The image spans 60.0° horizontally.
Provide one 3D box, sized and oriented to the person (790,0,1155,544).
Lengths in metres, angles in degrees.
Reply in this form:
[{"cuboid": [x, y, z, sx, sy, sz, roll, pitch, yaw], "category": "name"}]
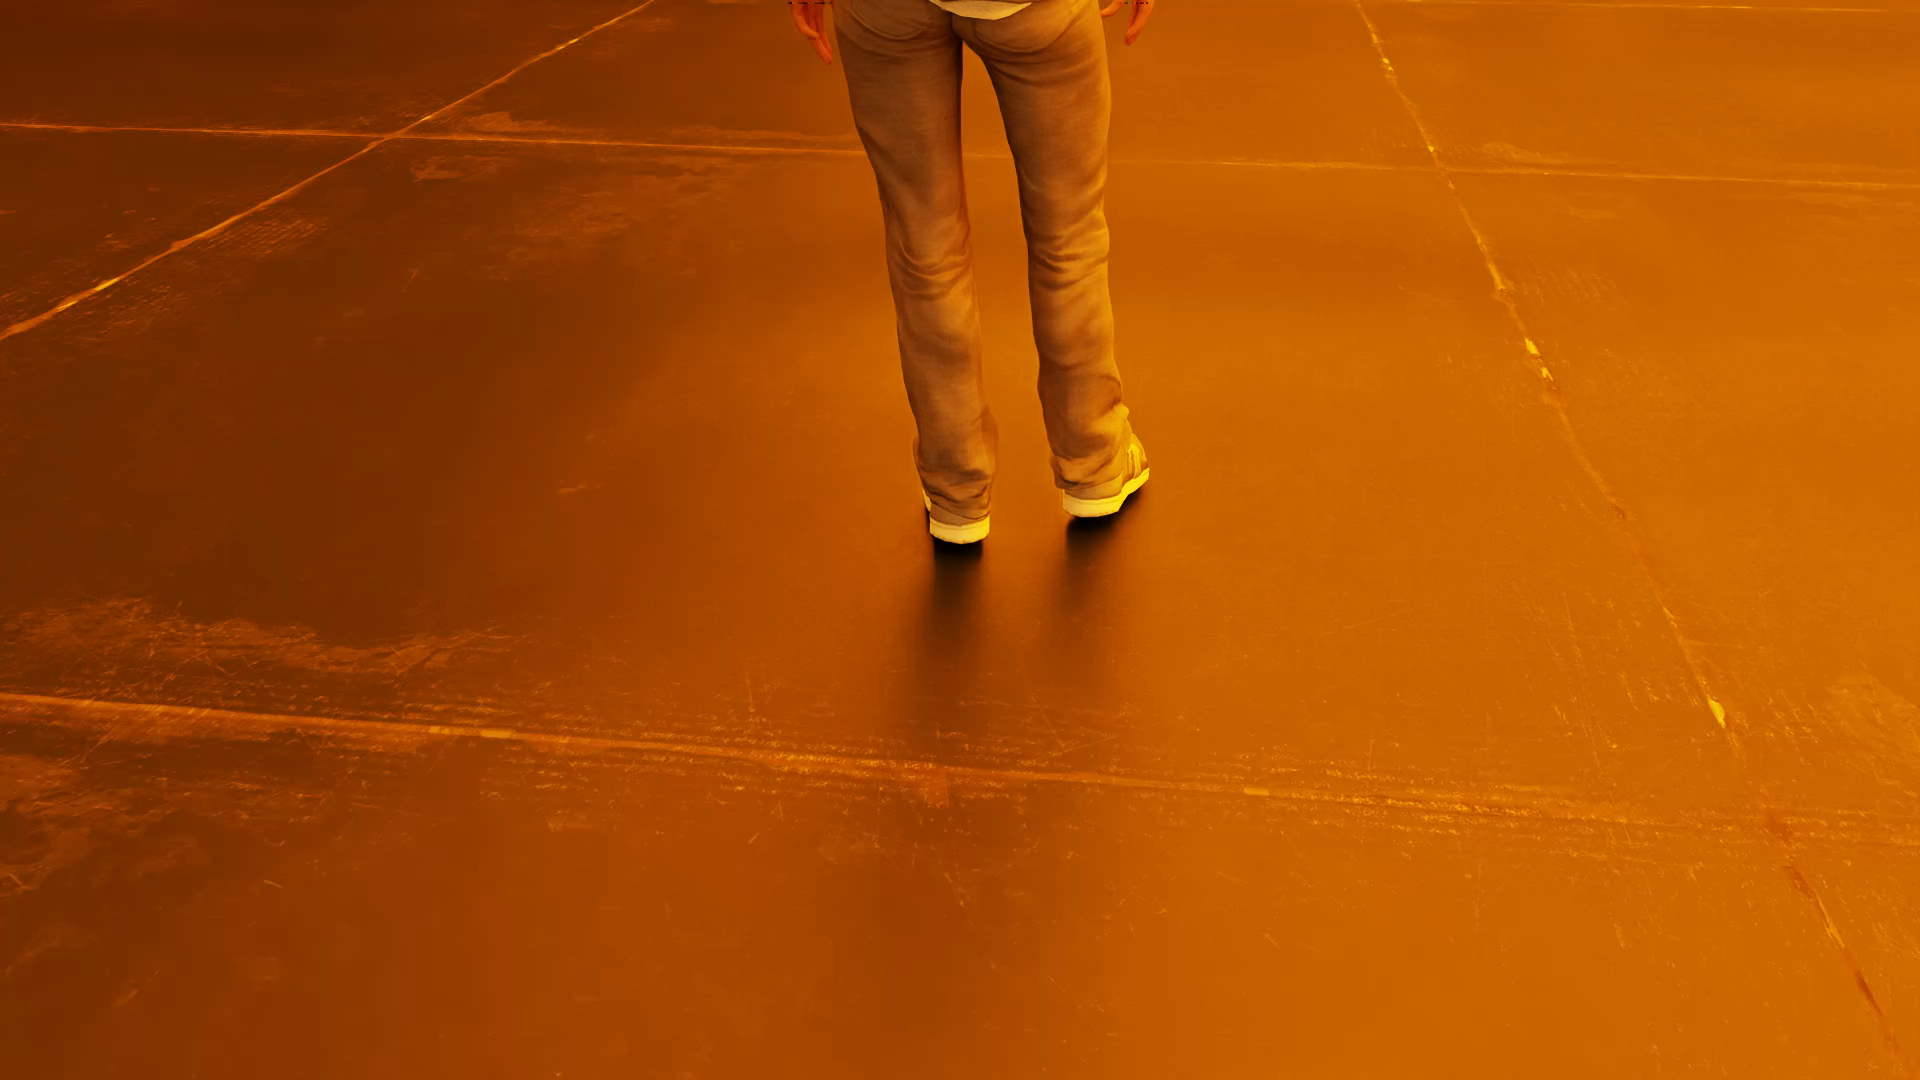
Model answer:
[{"cuboid": [0.023, -0.753, 2.205, 0.521, 1.599, 0.473, 3, 27, 7], "category": "person"}]
